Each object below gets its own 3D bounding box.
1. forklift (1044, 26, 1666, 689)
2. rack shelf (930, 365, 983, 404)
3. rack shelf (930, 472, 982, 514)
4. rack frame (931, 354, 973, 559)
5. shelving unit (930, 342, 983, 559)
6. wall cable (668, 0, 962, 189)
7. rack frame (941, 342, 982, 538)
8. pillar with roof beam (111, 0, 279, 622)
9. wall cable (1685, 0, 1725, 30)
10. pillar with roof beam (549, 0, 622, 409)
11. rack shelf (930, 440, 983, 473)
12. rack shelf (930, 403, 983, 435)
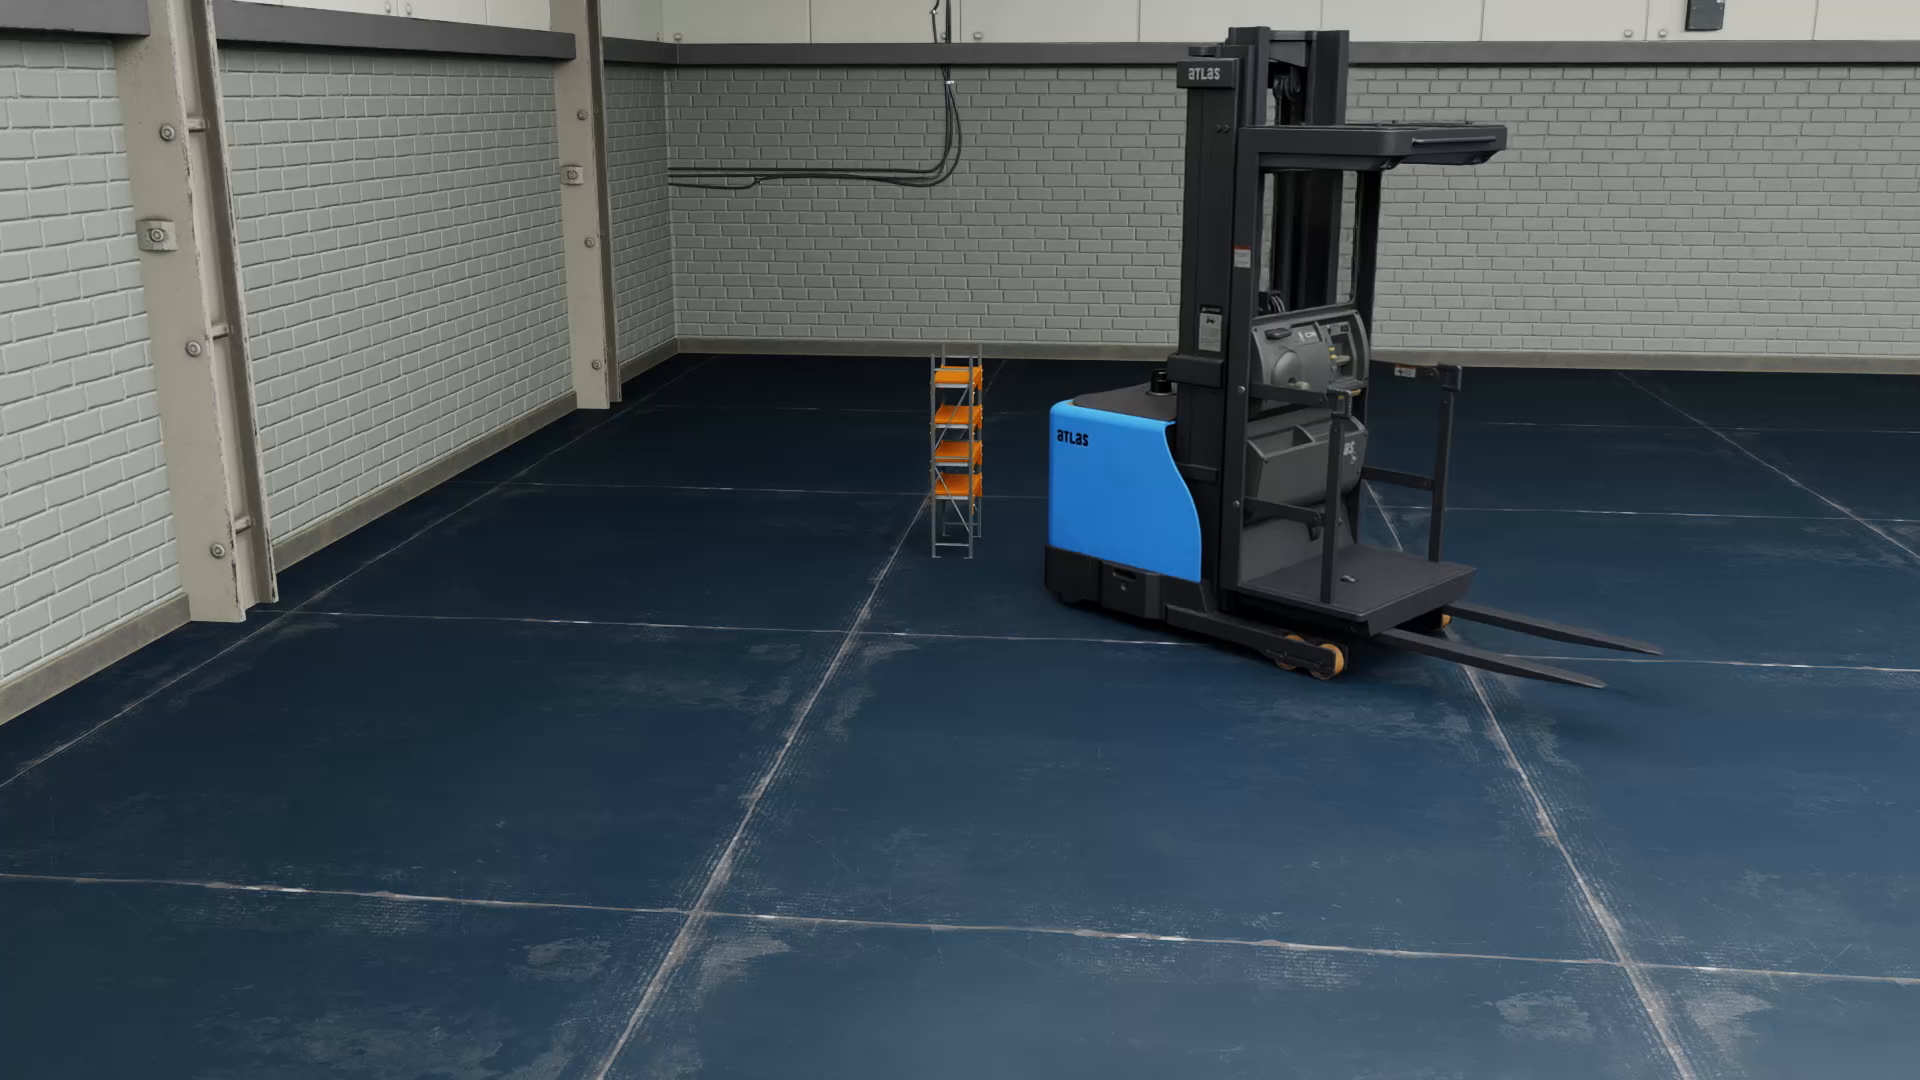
[{"bbox_3d":[1.857,-0.916,7.936,3.031,2.935,1.130,14,21,43],"label":"forklift"},{"bbox_3d":[-0.019,-0.916,9.744,0.258,0.148,0.480,2,15,6],"label":"rack shelf"},{"bbox_3d":[-0.019,-0.280,9.916,0.258,0.148,0.480,2,15,6],"label":"rack shelf"},{"bbox_3d":[-0.046,-0.473,9.613,0.240,1.200,0.015,2,15,6],"label":"rack frame"},{"bbox_3d":[-0.019,-0.536,9.847,0.258,1.200,0.503,2,15,6],"label":"shelving unit"},{"bbox_3d":[-1.522,-4.757,16.462,3.097,2.526,0.112,2,15,6],"label":"wall cable"},{"bbox_3d":[0.009,-0.600,10.081,0.240,1.200,0.015,2,15,6],"label":"rack frame"},{"bbox_3d":[0.432,-3.848,7.151,9.100,9.000,0.400,2,15,6],"label":"pillar with roof beam"},{"bbox_3d":[7.909,-7.614,14.564,2.305,6.003,0.169,2,15,6],"label":"wall cable"},{"bbox_3d":[1.109,-5.404,12.906,9.100,9.000,0.400,2,15,6],"label":"pillar with roof beam"},{"bbox_3d":[-0.019,-0.471,9.864,0.258,0.148,0.480,2,15,6],"label":"rack shelf"},{"bbox_3d":[-0.019,-0.687,9.806,0.258,0.148,0.480,2,15,6],"label":"rack shelf"}]
